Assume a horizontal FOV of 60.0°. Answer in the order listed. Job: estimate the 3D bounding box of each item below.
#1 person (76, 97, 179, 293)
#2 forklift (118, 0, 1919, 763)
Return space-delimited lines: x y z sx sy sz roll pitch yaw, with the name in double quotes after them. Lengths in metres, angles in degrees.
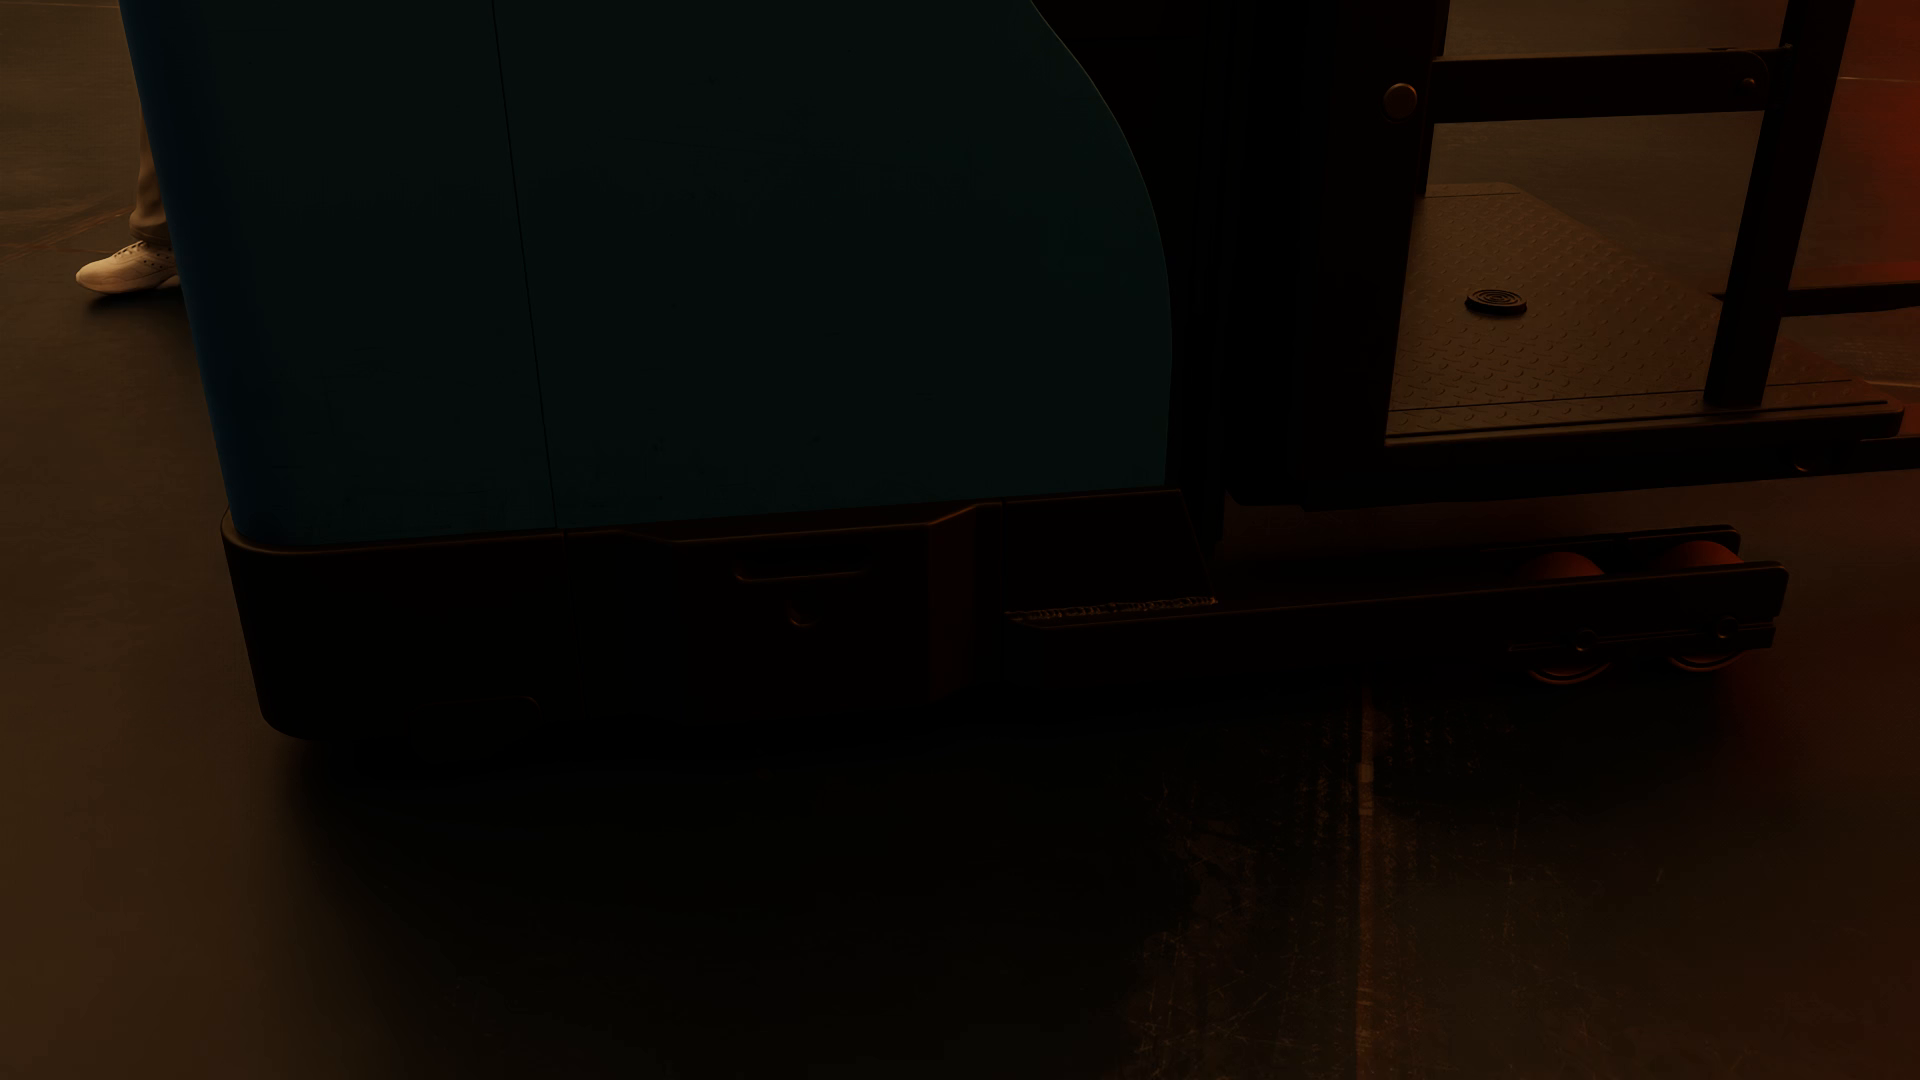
-1.488 -1.280 3.160 0.551 1.673 0.548 21 34 36 "person"
0.600 -1.354 1.930 3.031 2.935 1.130 -4 27 -9 "forklift"
